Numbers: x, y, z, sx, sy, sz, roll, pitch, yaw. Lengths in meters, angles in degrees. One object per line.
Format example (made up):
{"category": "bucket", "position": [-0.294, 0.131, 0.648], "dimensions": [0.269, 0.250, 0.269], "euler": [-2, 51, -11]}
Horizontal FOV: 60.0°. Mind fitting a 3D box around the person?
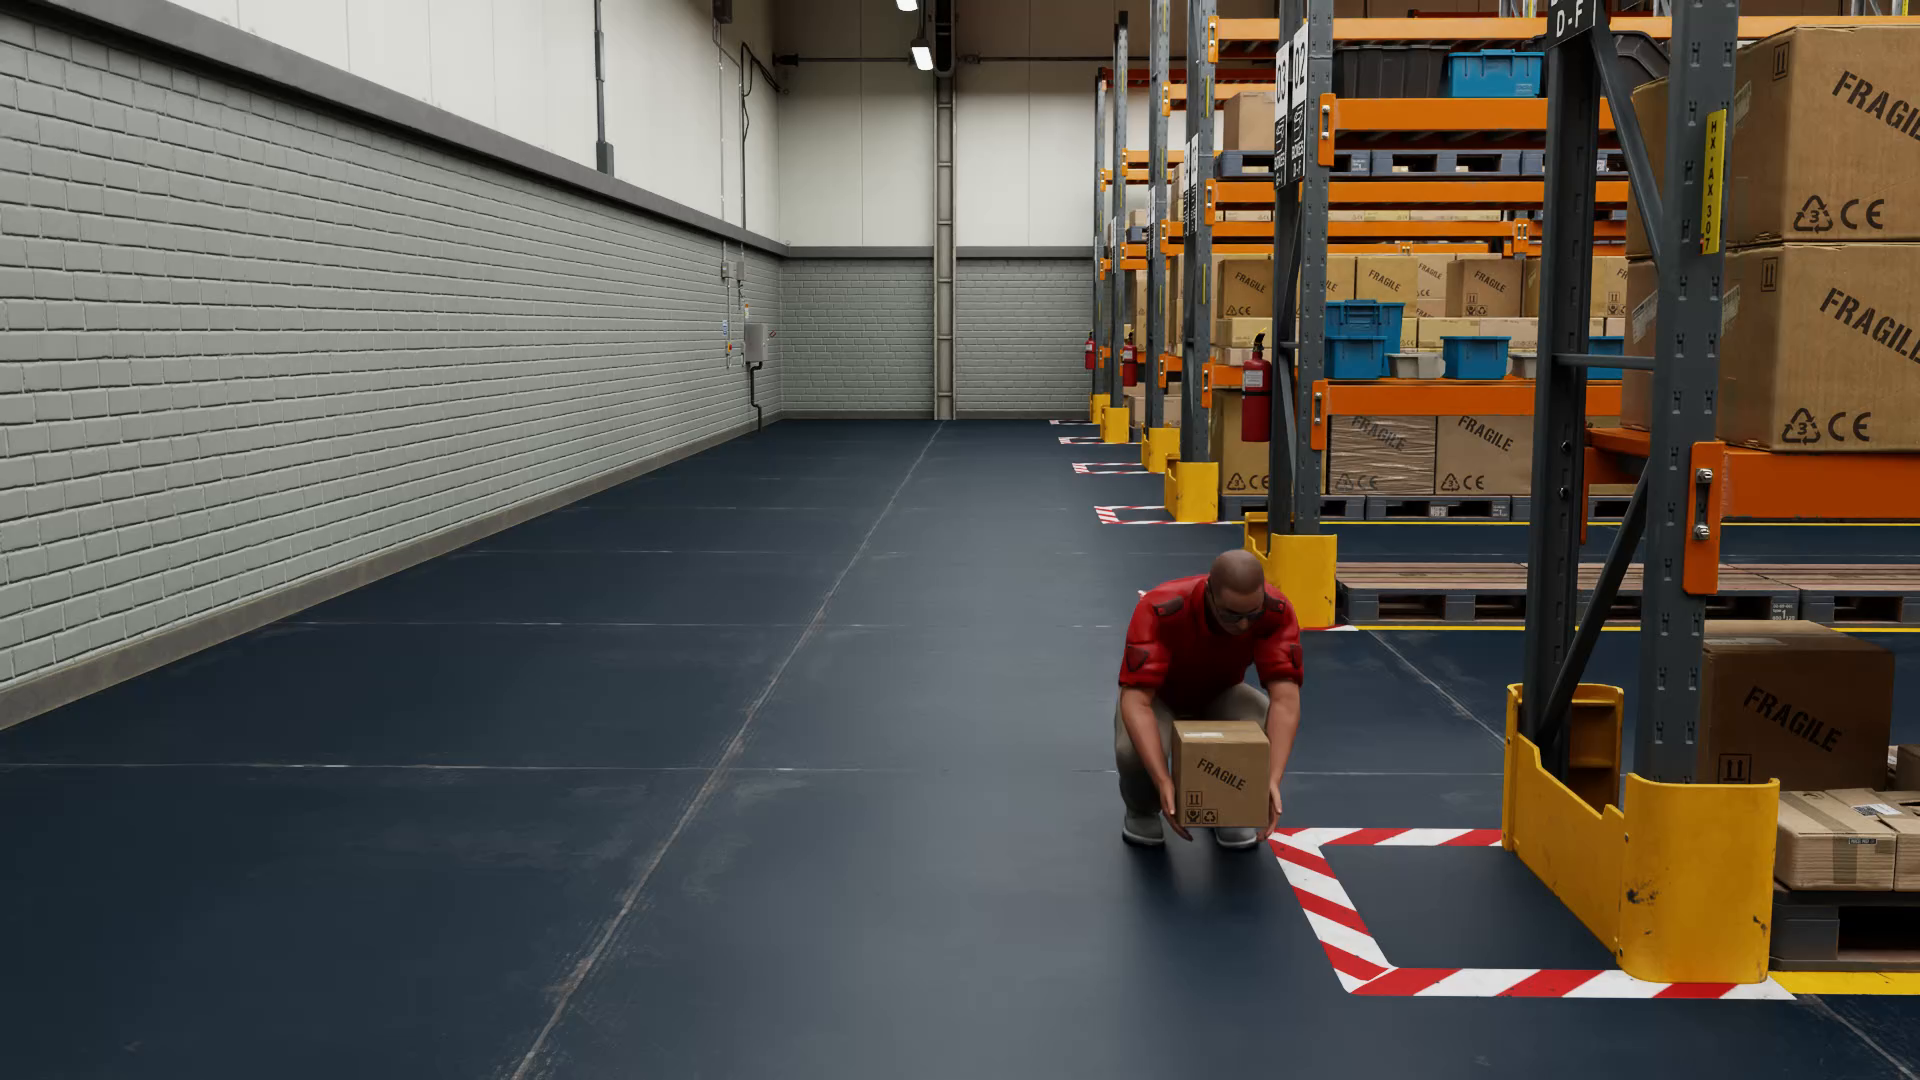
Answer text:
{"category": "person", "position": [0.748, 0.451, 5.109], "dimensions": [0.563, 0.920, 0.861], "euler": [0, 7, 0]}
